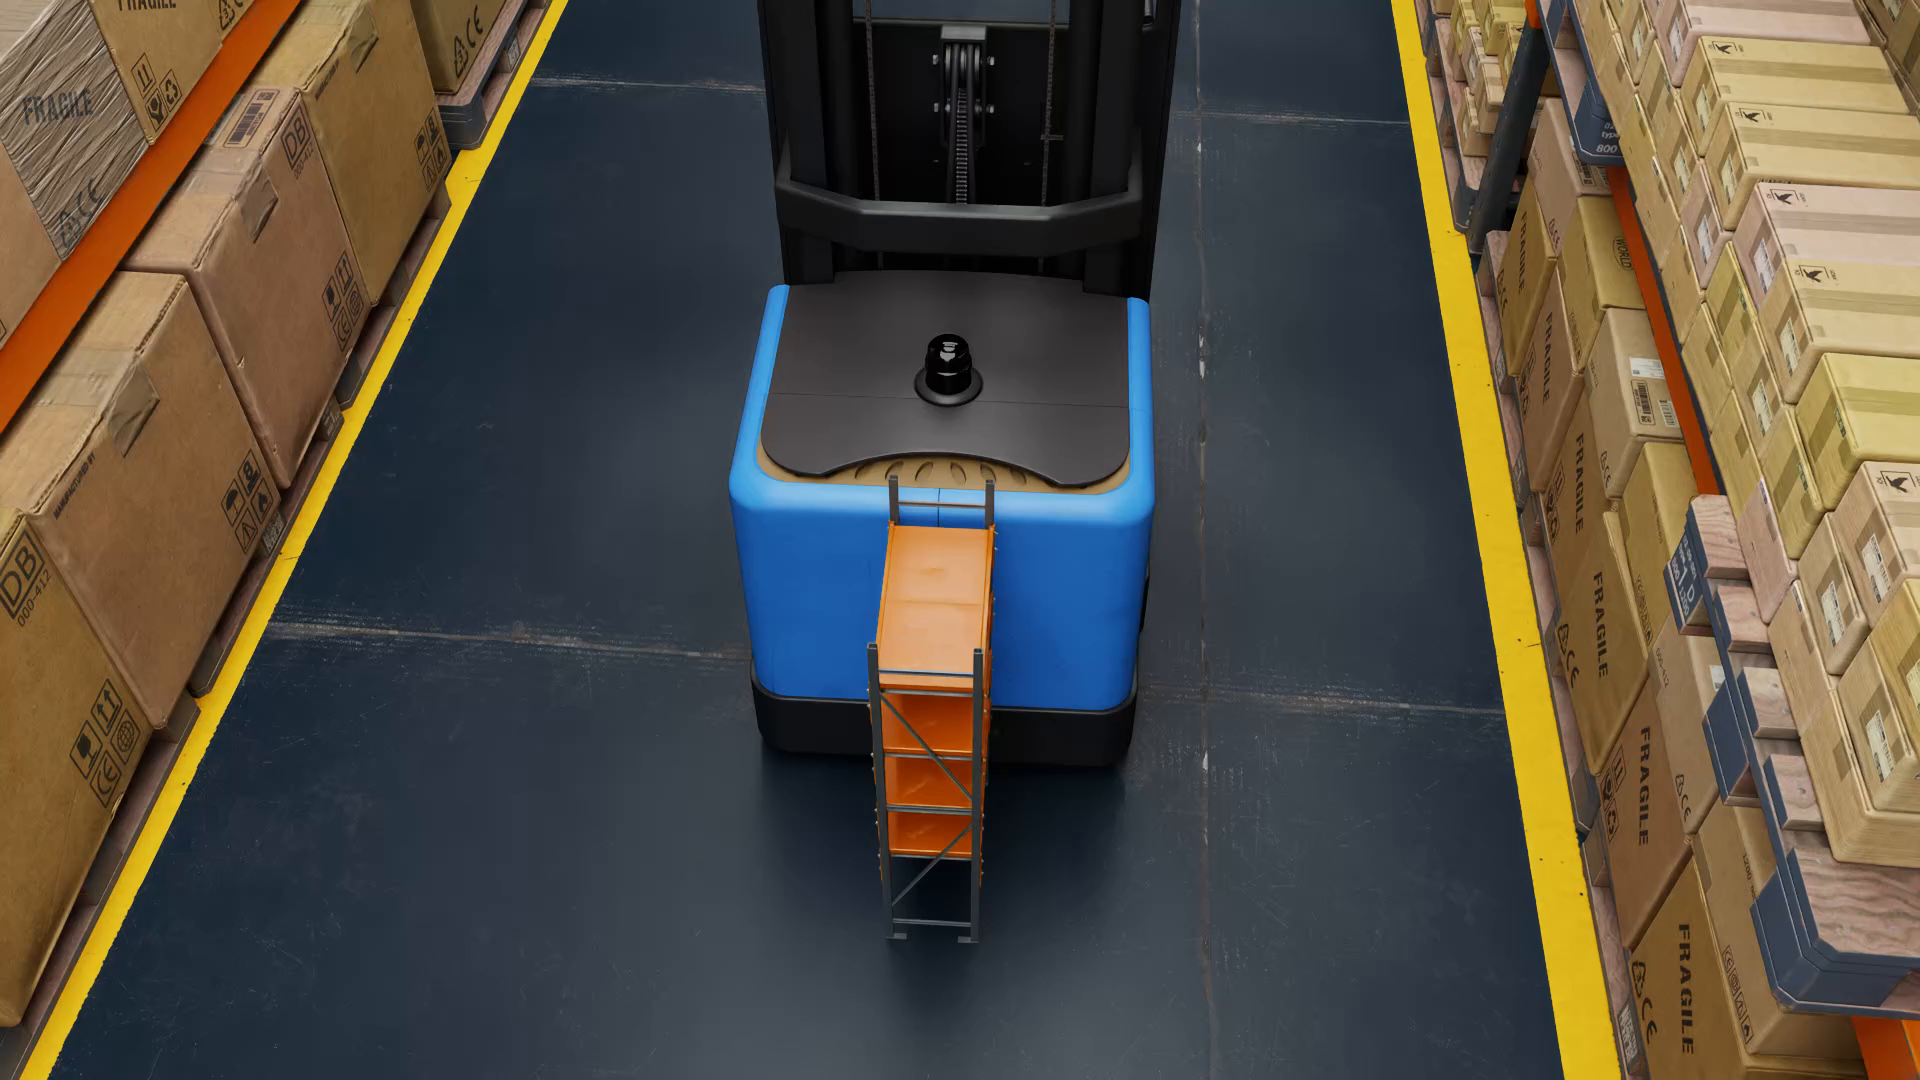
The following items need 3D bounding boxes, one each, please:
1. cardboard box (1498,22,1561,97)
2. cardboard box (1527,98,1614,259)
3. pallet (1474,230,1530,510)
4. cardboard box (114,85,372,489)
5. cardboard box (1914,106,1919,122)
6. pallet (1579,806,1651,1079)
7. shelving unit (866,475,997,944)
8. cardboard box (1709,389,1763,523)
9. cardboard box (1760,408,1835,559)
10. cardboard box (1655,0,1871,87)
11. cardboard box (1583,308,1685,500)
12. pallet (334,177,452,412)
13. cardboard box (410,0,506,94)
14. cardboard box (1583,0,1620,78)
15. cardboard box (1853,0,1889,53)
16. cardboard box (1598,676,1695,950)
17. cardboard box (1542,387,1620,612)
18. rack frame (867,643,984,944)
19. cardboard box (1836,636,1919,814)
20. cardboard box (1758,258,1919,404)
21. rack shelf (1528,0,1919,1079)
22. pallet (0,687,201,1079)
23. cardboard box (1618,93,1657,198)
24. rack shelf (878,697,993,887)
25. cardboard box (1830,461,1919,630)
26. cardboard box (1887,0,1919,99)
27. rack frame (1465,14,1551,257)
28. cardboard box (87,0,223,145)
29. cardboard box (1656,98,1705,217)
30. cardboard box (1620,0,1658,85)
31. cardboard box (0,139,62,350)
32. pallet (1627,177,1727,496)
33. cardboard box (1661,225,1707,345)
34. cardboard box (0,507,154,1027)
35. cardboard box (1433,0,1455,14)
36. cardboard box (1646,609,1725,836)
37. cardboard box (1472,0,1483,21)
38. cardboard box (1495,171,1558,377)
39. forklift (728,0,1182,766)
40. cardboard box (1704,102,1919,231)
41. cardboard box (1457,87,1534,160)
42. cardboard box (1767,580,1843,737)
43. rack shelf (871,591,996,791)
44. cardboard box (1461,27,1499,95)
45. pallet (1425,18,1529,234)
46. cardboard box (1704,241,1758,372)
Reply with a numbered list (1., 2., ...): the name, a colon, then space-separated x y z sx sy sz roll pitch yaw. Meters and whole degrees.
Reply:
1. cardboard box: 2.181 -1.746 6.059 0.380 0.149 0.250 5 48 5
2. cardboard box: 2.077 -1.113 5.136 0.500 0.250 0.500 2 48 2
3. pallet: 2.338 -0.574 5.632 1.003 0.211 1.213 4 48 4
4. cardboard box: -2.642 -0.791 5.096 1.225 0.875 0.875 2 48 2
5. cardboard box: 2.453 -0.881 3.909 0.380 0.149 0.250 6 48 5
6. pallet: 2.115 1.219 3.992 1.003 0.211 1.213 4 48 4
7. shelving unit: -0.057 0.448 4.027 0.258 1.200 0.503 3 48 2
8. cardboard box: 1.704 -0.152 3.242 0.380 0.149 0.250 3 48 3
9. cardboard box: 1.678 -0.088 2.982 0.380 0.149 0.250 5 48 4
10. cardboard box: 1.797 -1.136 3.739 0.380 0.149 0.250 5 48 5
11. cardboard box: 1.980 -0.347 4.436 0.500 0.250 0.500 6 48 5
12. pallet: -2.518 -0.982 6.005 1.003 0.211 1.213 4 48 4
13. cardboard box: -2.383 -2.399 6.567 0.875 0.875 0.875 4 48 4
14. cardboard box: 1.843 -1.313 4.304 0.380 0.149 0.250 4 48 4
15. cardboard box: 2.497 -1.281 4.274 0.380 0.149 0.250 2 48 2
16. cardboard box: 1.893 0.672 4.012 0.500 0.500 0.500 6 48 5
17. cardboard box: 1.995 -0.085 4.705 0.500 0.500 0.500 5 48 4
18. rack frame: -0.072 0.627 3.863 0.240 1.200 0.015 3 48 2
19. cardboard box: 1.634 0.301 2.626 0.380 0.149 0.250 5 48 4
20. cardboard box: 1.701 -0.370 3.038 0.380 0.149 0.250 5 48 5
21. rack shelf: 2.225 -0.375 4.047 1.077 0.370 4.000 4 48 4
22. pallet: -2.740 0.811 4.365 1.003 0.211 1.213 4 48 4
23. cardboard box: 1.800 -0.926 3.949 0.380 0.149 0.250 3 48 3
24. rack shelf: -0.057 0.627 4.224 0.258 0.148 0.480 3 48 2
25. cardboard box: 1.656 0.019 2.682 0.380 0.149 0.250 3 48 3
26. cardboard box: 2.474 -1.171 3.972 0.380 0.149 0.250 2 48 2
27. rack frame: 2.407 -2.087 5.126 1.000 3.000 0.127 4 48 4
28. cardboard box: -2.386 -1.419 4.447 0.500 0.500 0.500 3 48 3
29. cardboard box: 1.773 -0.836 3.666 0.380 0.149 0.250 3 48 3
30. cardboard box: 1.823 -1.216 4.014 0.380 0.149 0.250 6 48 5
31. cardboard box: -2.484 -0.684 3.775 0.500 0.500 0.500 3 48 3
32. pallet: 2.182 -0.540 3.841 1.003 0.211 1.213 4 48 4
33. cardboard box: 1.752 -0.540 3.597 0.380 0.149 0.250 5 48 5
34. cardboard box: -2.804 0.514 3.902 1.225 0.875 0.875 2 48 2
35. cardboard box: 2.198 -2.338 7.003 0.380 0.149 0.250 4 48 3
36. cardboard box: 1.879 0.409 3.744 0.500 0.250 0.500 4 48 4
37. cardboard box: 2.180 -2.120 6.401 0.380 0.149 0.250 3 48 3
38. cardboard box: 2.076 -0.860 5.413 0.500 0.500 0.500 6 48 5
39. forklift: 0.036 -1.451 4.591 1.130 2.935 3.031 2 48 2
40. cardboard box: 1.751 -0.746 3.382 0.380 0.149 0.250 6 48 5
41. cardboard box: 2.104 -1.578 6.308 0.380 0.149 0.250 4 48 4
42. cardboard box: 1.654 0.220 2.902 0.380 0.149 0.250 4 48 3
43. rack shelf: -0.057 0.342 3.912 0.258 0.148 0.480 3 48 2
44. cardboard box: 2.132 -1.820 6.327 0.380 0.149 0.250 2 48 2
45. pallet: 2.433 -1.642 6.609 1.003 0.211 1.213 4 48 4
46. cardboard box: 1.727 -0.455 3.318 0.380 0.149 0.250 4 48 3
